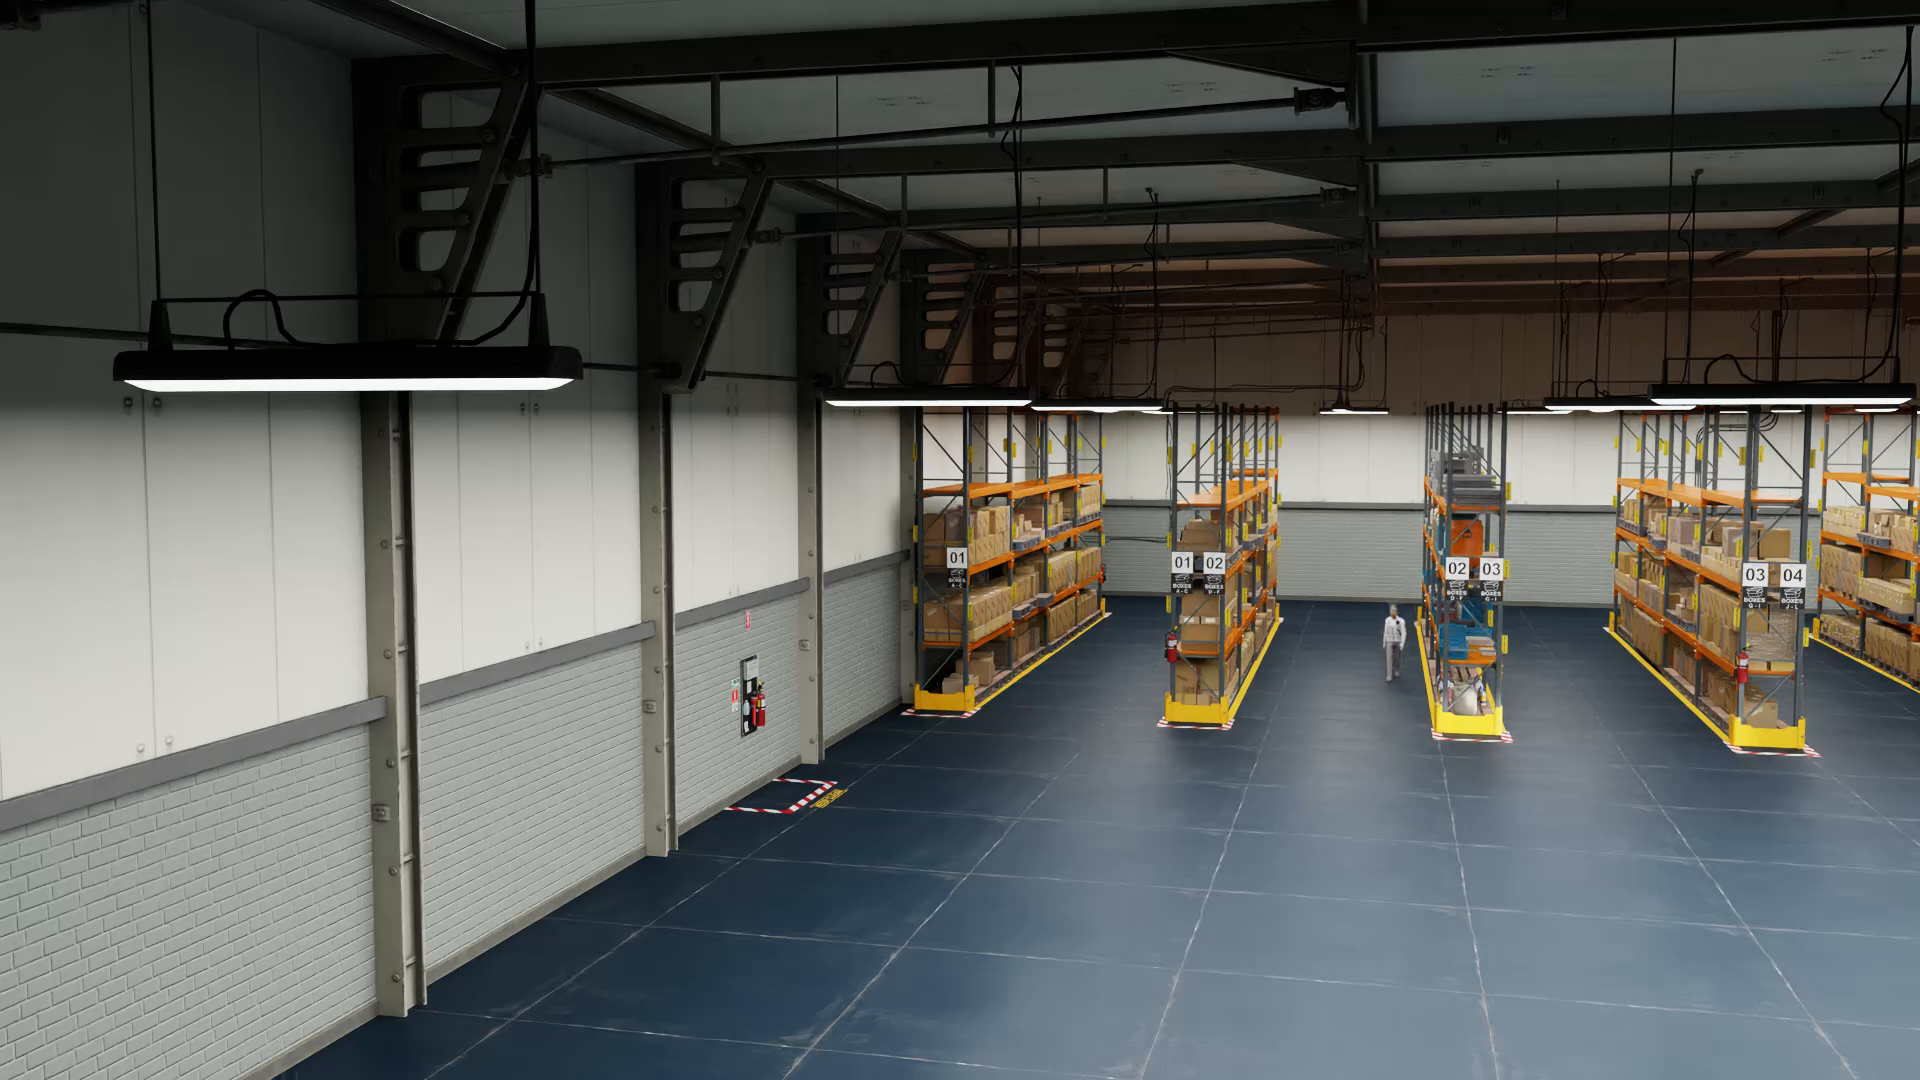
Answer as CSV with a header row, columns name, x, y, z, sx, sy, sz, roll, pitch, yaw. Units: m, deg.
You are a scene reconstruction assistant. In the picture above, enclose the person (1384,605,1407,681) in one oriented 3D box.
name,x,y,z,sx,sy,sz,roll,pitch,yaw
person,9.468,2.215,36.193,0.491,1.620,1.019,1,4,17
